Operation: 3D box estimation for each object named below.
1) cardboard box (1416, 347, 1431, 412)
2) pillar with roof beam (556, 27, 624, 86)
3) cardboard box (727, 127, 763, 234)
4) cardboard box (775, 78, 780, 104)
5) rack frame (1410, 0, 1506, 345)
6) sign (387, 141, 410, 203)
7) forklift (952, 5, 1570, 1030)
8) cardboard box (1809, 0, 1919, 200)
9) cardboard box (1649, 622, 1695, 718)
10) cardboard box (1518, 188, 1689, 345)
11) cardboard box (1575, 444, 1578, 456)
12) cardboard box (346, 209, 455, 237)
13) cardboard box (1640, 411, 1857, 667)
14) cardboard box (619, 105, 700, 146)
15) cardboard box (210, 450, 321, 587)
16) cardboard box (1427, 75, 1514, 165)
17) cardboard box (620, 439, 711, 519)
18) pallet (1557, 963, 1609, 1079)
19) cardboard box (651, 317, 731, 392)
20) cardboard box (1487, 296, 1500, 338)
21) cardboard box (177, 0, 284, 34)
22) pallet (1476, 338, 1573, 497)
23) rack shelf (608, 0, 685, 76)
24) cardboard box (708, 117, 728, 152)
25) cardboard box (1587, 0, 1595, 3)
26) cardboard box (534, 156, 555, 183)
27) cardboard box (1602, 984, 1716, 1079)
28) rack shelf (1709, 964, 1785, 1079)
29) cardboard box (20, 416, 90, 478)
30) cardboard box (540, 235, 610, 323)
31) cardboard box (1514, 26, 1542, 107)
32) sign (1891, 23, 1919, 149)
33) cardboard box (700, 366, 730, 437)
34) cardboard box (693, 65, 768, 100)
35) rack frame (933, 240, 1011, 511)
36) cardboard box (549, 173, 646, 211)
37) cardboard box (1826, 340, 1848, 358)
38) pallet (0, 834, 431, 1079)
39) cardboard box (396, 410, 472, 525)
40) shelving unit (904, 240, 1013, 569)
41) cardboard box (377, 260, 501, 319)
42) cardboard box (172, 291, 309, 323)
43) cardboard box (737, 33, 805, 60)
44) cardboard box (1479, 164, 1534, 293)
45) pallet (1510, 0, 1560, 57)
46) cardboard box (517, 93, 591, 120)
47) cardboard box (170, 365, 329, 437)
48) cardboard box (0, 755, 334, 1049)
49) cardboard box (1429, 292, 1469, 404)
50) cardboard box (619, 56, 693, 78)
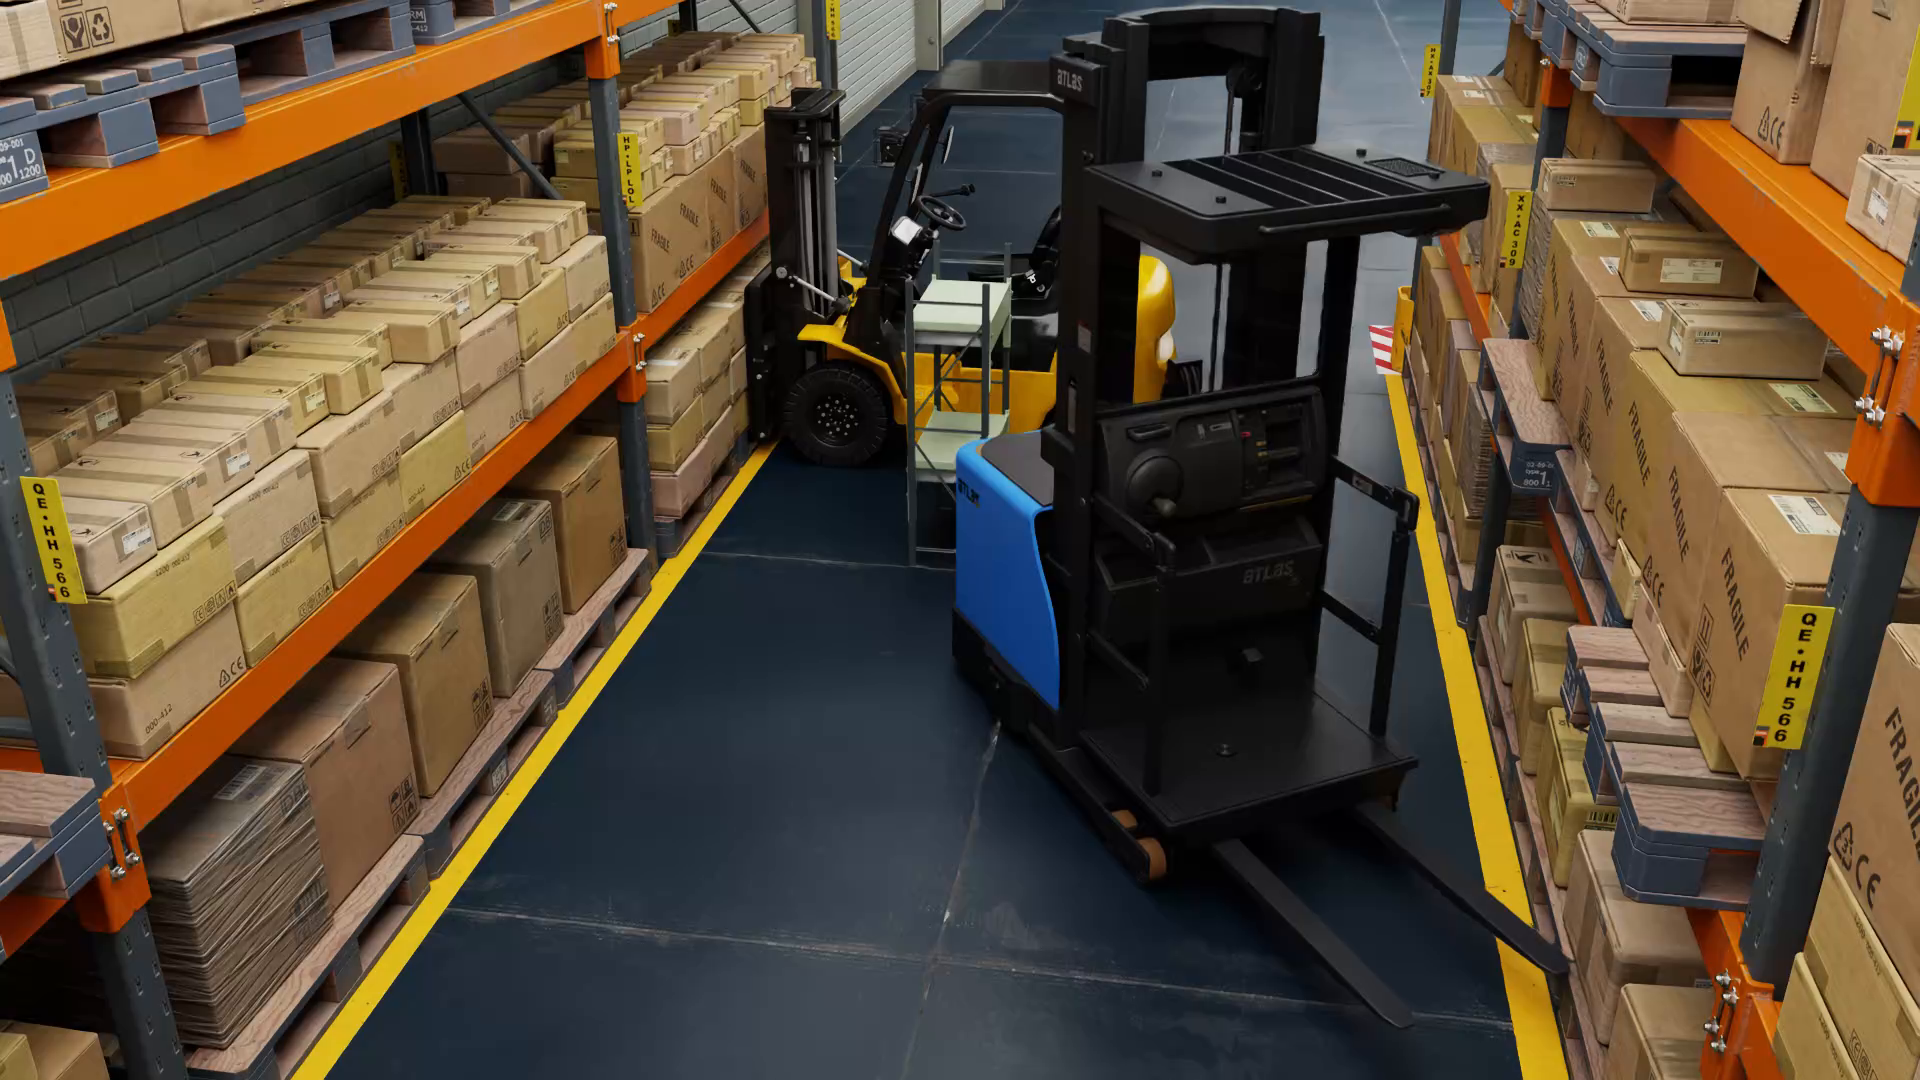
[{"bbox_3d":[3.027,-0.959,10.008,0.500,0.250,0.500,5,26,10],"label":"cardboard box"},{"bbox_3d":[1.869,-5.078,8.983,9.100,9.000,0.400,4,25,9],"label":"pillar with roof beam"},{"bbox_3d":[-1.445,-2.067,9.510,0.500,0.500,0.500,4,25,9],"label":"cardboard box"},{"bbox_3d":[-1.322,-2.746,10.195,0.380,0.149,0.250,4,25,8],"label":"cardboard box"},{"bbox_3d":[3.523,-2.545,10.649,1.000,3.000,0.127,4,25,9],"label":"rack frame"},{"bbox_3d":[-2.576,-1.680,7.687,0.100,0.325,0.005,4,25,9],"label":"sign"},{"bbox_3d":[1.027,-0.284,5.899,1.130,2.935,3.031,-11,27,-22],"label":"forklift"},{"bbox_3d":[2.380,-0.999,3.690,0.700,0.500,0.500,4,25,9],"label":"cardboard box"},{"bbox_3d":[2.006,0.345,4.275,0.380,0.149,0.250,4,25,8],"label":"cardboard box"},{"bbox_3d":[2.510,-1.066,6.526,0.500,0.500,0.500,5,25,10],"label":"cardboard box"},{"bbox_3d":[2.321,-0.304,5.662,0.380,0.149,0.250,4,25,9],"label":"cardboard box"},{"bbox_3d":[-2.393,-1.313,7.134,0.380,0.149,0.250,3,25,7],"label":"cardboard box"},{"bbox_3d":[2.089,0.004,4.239,0.500,0.500,0.500,4,25,8],"label":"cardboard box"},{"bbox_3d":[-1.554,-2.125,8.517,0.380,0.149,0.250,5,25,10],"label":"cardboard box"},{"bbox_3d":[-2.286,-0.078,4.966,0.500,0.250,0.500,5,26,10],"label":"cardboard box"},{"bbox_3d":[3.172,-2.546,10.183,0.500,0.500,0.500,4,25,8],"label":"cardboard box"},{"bbox_3d":[-1.623,-0.339,8.684,0.500,0.250,0.500,4,25,9],"label":"cardboard box"},{"bbox_3d":[2.344,1.737,4.790,1.003,0.211,1.213,4,25,9],"label":"pallet"},{"bbox_3d":[-1.546,-1.006,8.930,0.500,0.250,0.500,4,25,9],"label":"cardboard box"},{"bbox_3d":[2.655,-1.019,7.685,0.380,0.149,0.250,5,25,10],"label":"cardboard box"},{"bbox_3d":[-2.340,-1.685,4.542,0.700,0.500,0.500,4,25,8],"label":"cardboard box"},{"bbox_3d":[2.601,-0.476,6.455,1.003,0.211,1.213,4,25,9],"label":"pallet"},{"bbox_3d":[-1.702,-3.084,9.110,1.077,0.370,4.000,4,25,9],"label":"rack shelf"},{"bbox_3d":[-1.479,-2.202,9.033,0.380,0.149,0.250,3,25,7],"label":"cardboard box"},{"bbox_3d":[2.296,-1.924,5.466,0.500,0.250,0.500,4,25,8],"label":"cardboard box"},{"bbox_3d":[-2.223,-1.813,8.202,0.380,0.149,0.250,3,25,7],"label":"cardboard box"},{"bbox_3d":[2.318,1.565,4.473,0.950,0.372,0.625,2,25,5],"label":"cardboard box"},{"bbox_3d":[1.888,1.963,1.867,1.077,0.370,4.000,4,25,9],"label":"rack shelf"},{"bbox_3d":[-2.794,-0.252,4.867,0.380,0.149,0.250,4,25,8],"label":"cardboard box"},{"bbox_3d":[-1.857,-1.150,7.256,0.500,0.250,0.500,3,25,7],"label":"cardboard box"},{"bbox_3d":[3.565,-2.738,9.413,0.700,0.500,0.500,4,25,9],"label":"cardboard box"},{"bbox_3d":[1.680,-0.831,2.838,0.100,0.325,0.005,4,25,9],"label":"sign"},{"bbox_3d":[-1.565,-0.778,9.031,0.500,0.250,0.500,4,25,8],"label":"cardboard box"},{"bbox_3d":[-1.335,-2.656,9.653,0.380,0.149,0.250,5,25,10],"label":"cardboard box"},{"bbox_3d":[0.061,-0.835,8.765,0.400,1.500,0.023,4,25,9],"label":"rack frame"},{"bbox_3d":[-1.717,-1.669,7.894,0.380,0.149,0.250,4,25,8],"label":"cardboard box"},{"bbox_3d":[2.765,-0.391,5.084,0.500,0.500,0.500,3,25,7],"label":"cardboard box"},{"bbox_3d":[-2.509,1.380,5.554,1.003,0.211,1.213,4,25,9],"label":"pallet"},{"bbox_3d":[-2.118,-0.285,5.998,0.500,0.250,0.500,5,26,10],"label":"cardboard box"},{"bbox_3d":[0.001,-0.682,8.438,0.431,1.500,0.755,4,25,9],"label":"shelving unit"},{"bbox_3d":[-1.998,-0.963,6.386,0.380,0.149,0.250,3,25,7],"label":"cardboard box"},{"bbox_3d":[-2.593,-0.787,6.010,0.380,0.149,0.250,4,25,9],"label":"cardboard box"},{"bbox_3d":[-1.225,-3.197,10.808,0.380,0.149,0.250,4,25,9],"label":"cardboard box"},{"bbox_3d":[2.774,-1.471,7.886,0.500,0.500,0.500,5,26,10],"label":"cardboard box"},{"bbox_3d":[2.663,-1.895,5.943,1.213,0.211,1.003,4,25,9],"label":"pallet"},{"bbox_3d":[-2.121,-2.273,8.833,0.380,0.149,0.250,4,25,8],"label":"cardboard box"},{"bbox_3d":[-2.239,-0.432,5.252,0.380,0.149,0.250,4,25,9],"label":"cardboard box"},{"bbox_3d":[-2.567,1.084,5.202,0.875,0.625,0.625,5,26,10],"label":"cardboard box"},{"bbox_3d":[2.944,-1.073,9.368,0.500,0.500,0.500,5,25,10],"label":"cardboard box"},{"bbox_3d":[-1.819,-2.803,9.966,0.380,0.149,0.250,5,26,10],"label":"cardboard box"}]
